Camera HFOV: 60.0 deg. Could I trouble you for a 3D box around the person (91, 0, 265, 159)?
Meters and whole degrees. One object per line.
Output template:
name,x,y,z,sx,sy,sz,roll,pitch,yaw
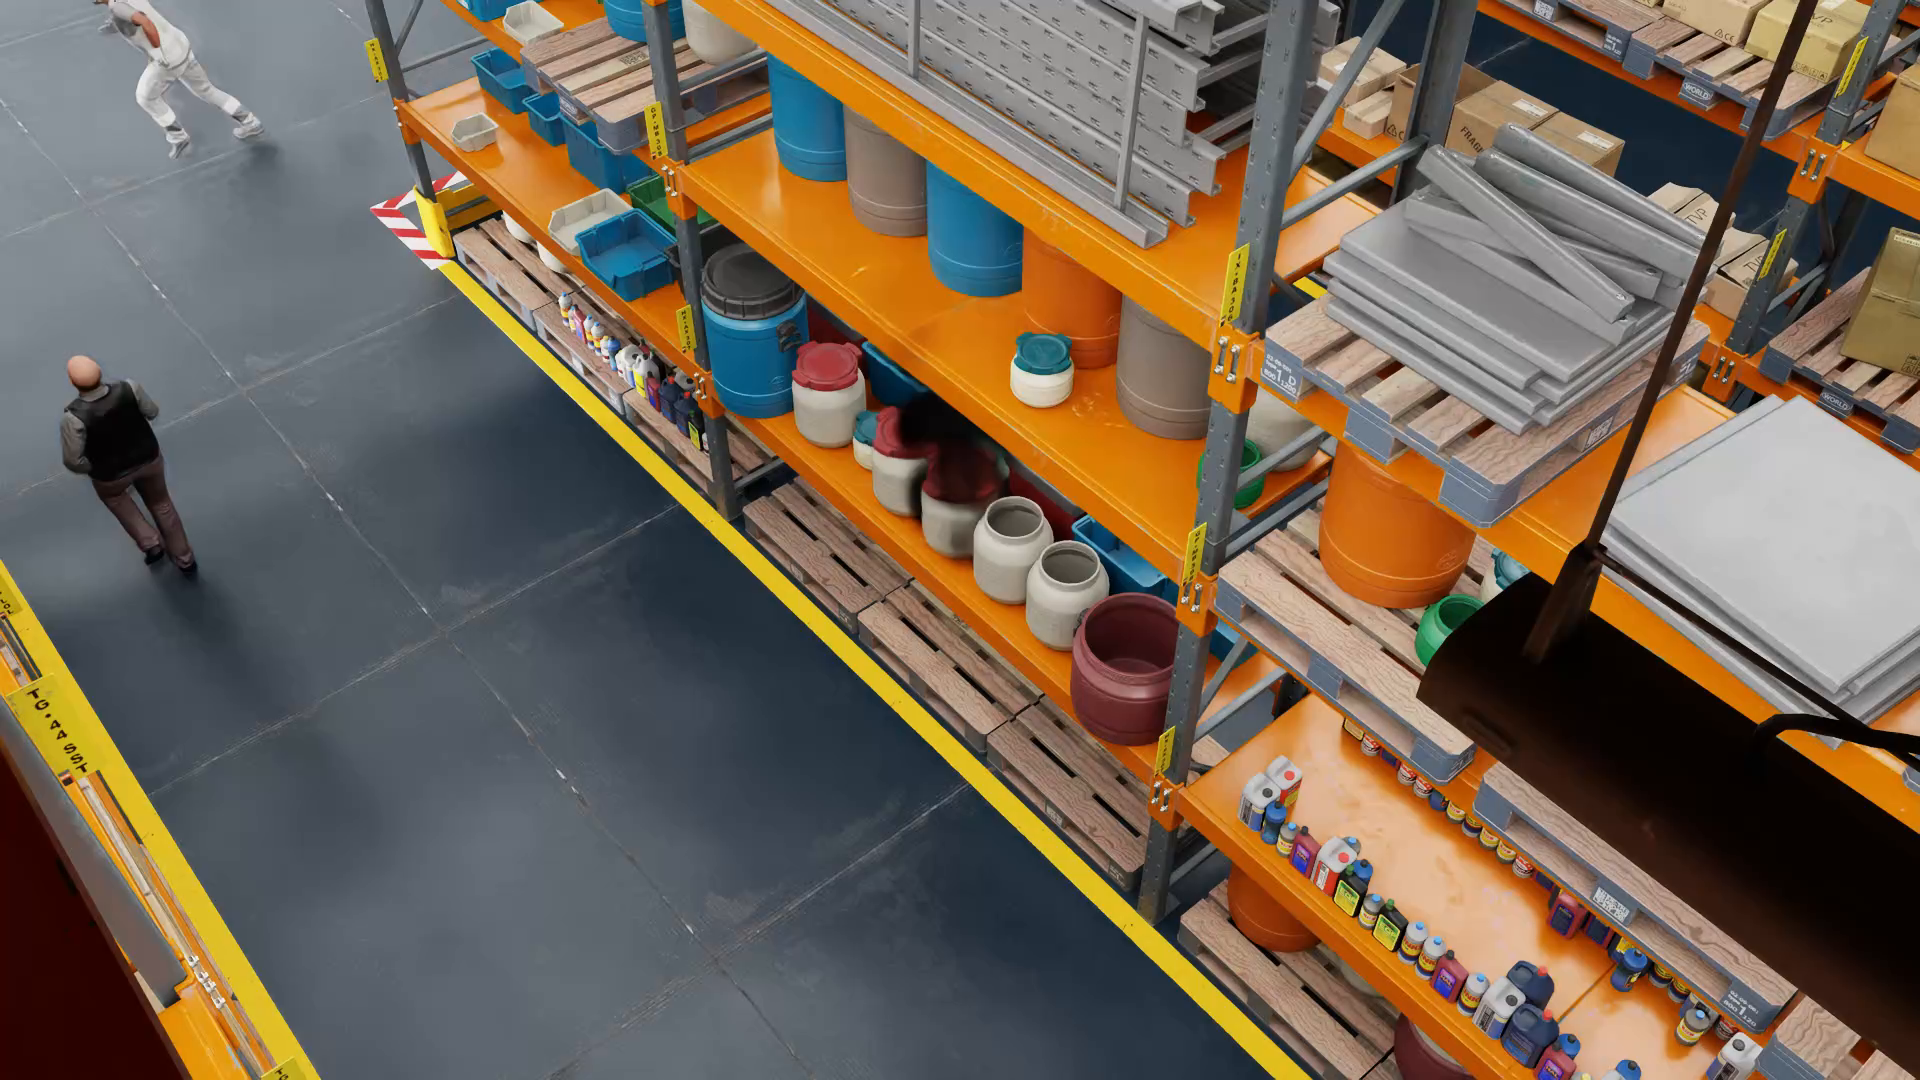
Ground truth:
person,-6.385,-3.854,13.517,1.011,1.717,0.705,-7,47,-7

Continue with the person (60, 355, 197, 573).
person,-5.188,-0.493,10.273,0.642,1.716,0.646,-34,55,-28
